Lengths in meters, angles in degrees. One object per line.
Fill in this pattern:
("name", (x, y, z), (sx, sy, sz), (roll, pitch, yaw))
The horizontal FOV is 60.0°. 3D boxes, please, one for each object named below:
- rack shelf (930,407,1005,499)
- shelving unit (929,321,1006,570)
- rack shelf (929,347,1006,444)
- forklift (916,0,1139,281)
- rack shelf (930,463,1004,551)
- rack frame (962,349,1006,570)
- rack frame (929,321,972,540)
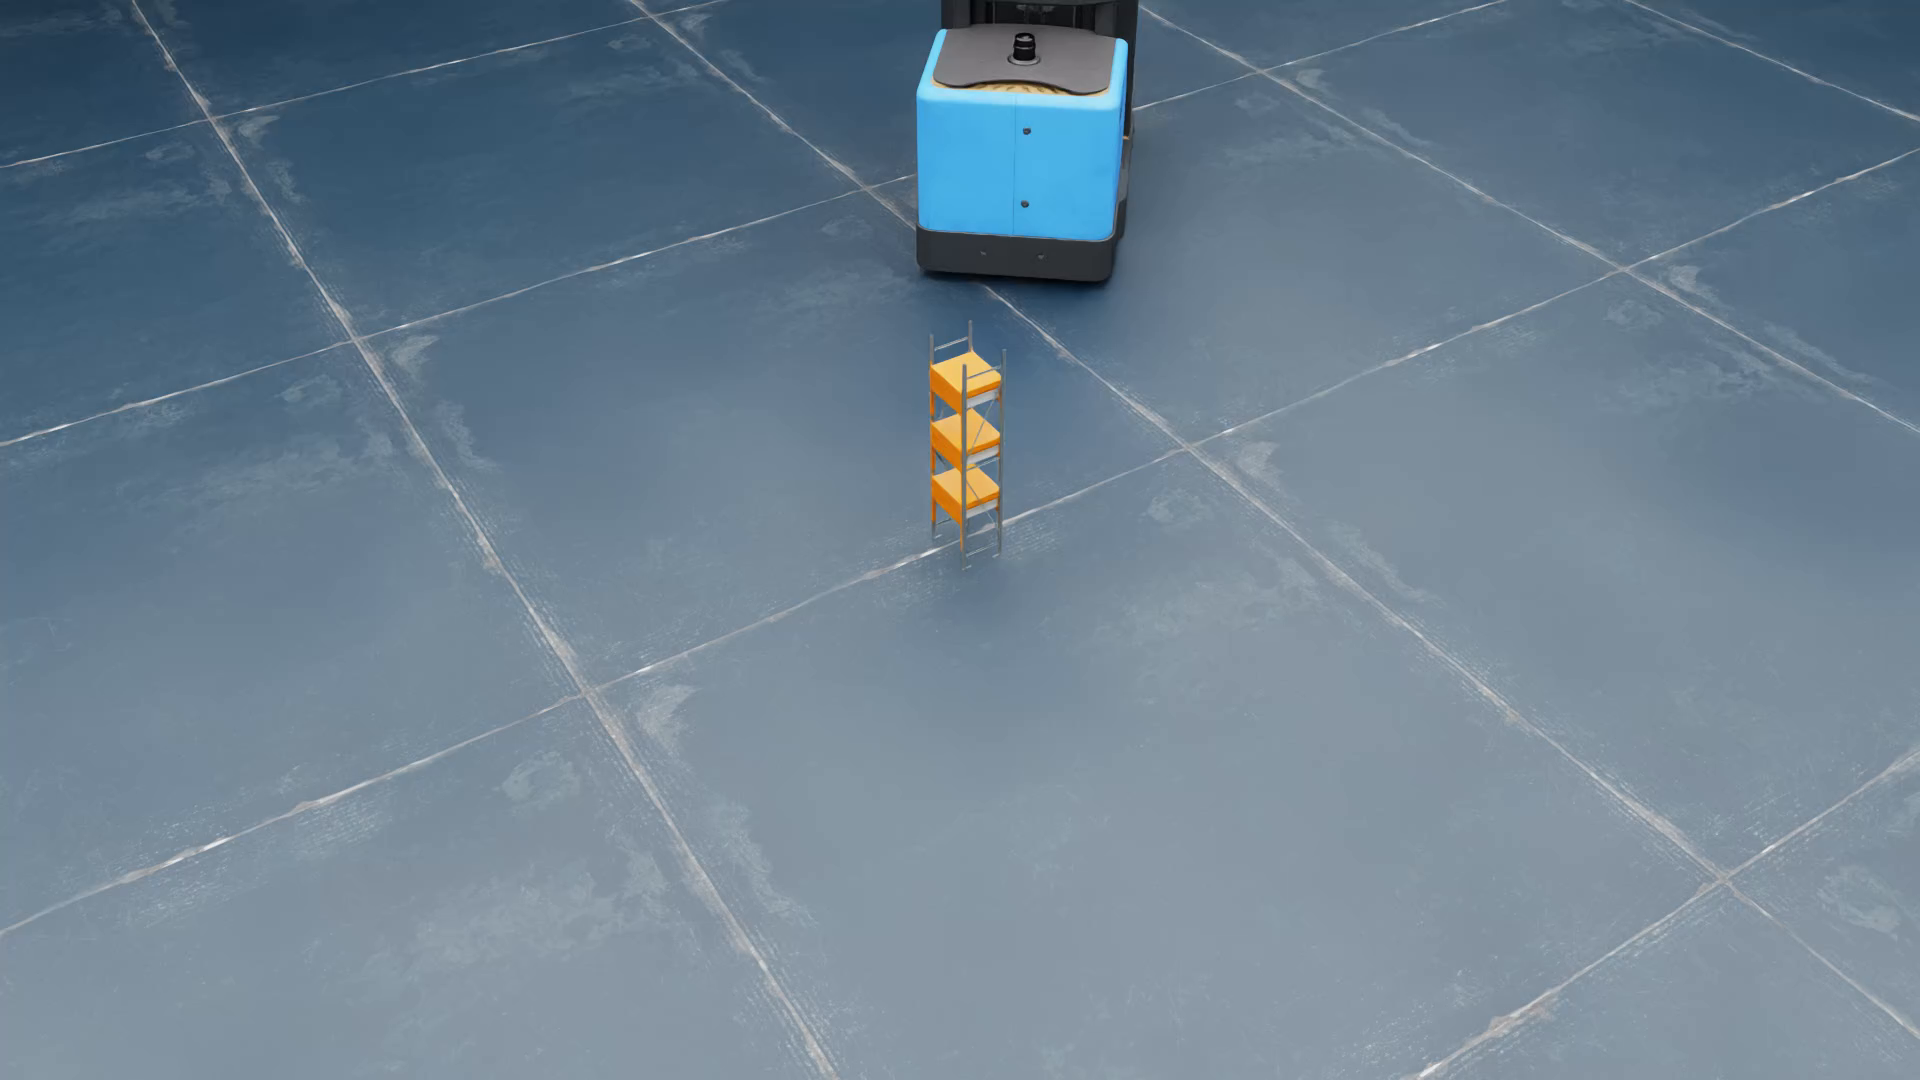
("rack shelf", (0.029, -0.366, 6.886), (0.215, 0.259, 0.240), (-22, 45, -24))
("shelving unit", (0.029, -0.374, 6.879), (0.215, 1.050, 0.252), (-22, 45, -24))
("rack shelf", (0.029, -0.584, 6.704), (0.215, 0.259, 0.240), (-22, 45, -24))
("forklift", (0.471, -3.430, 9.077), (1.130, 2.935, 3.031), (5, 40, 6))
("rack shelf", (0.029, -0.153, 7.064), (0.215, 0.259, 0.240), (-22, 45, -24))
("rack frame", (0.094, -0.309, 6.800), (0.200, 1.050, 0.008), (-22, 45, -24))
("rack frame", (-0.037, -0.440, 6.958), (0.200, 1.050, 0.008), (-22, 45, -24))
